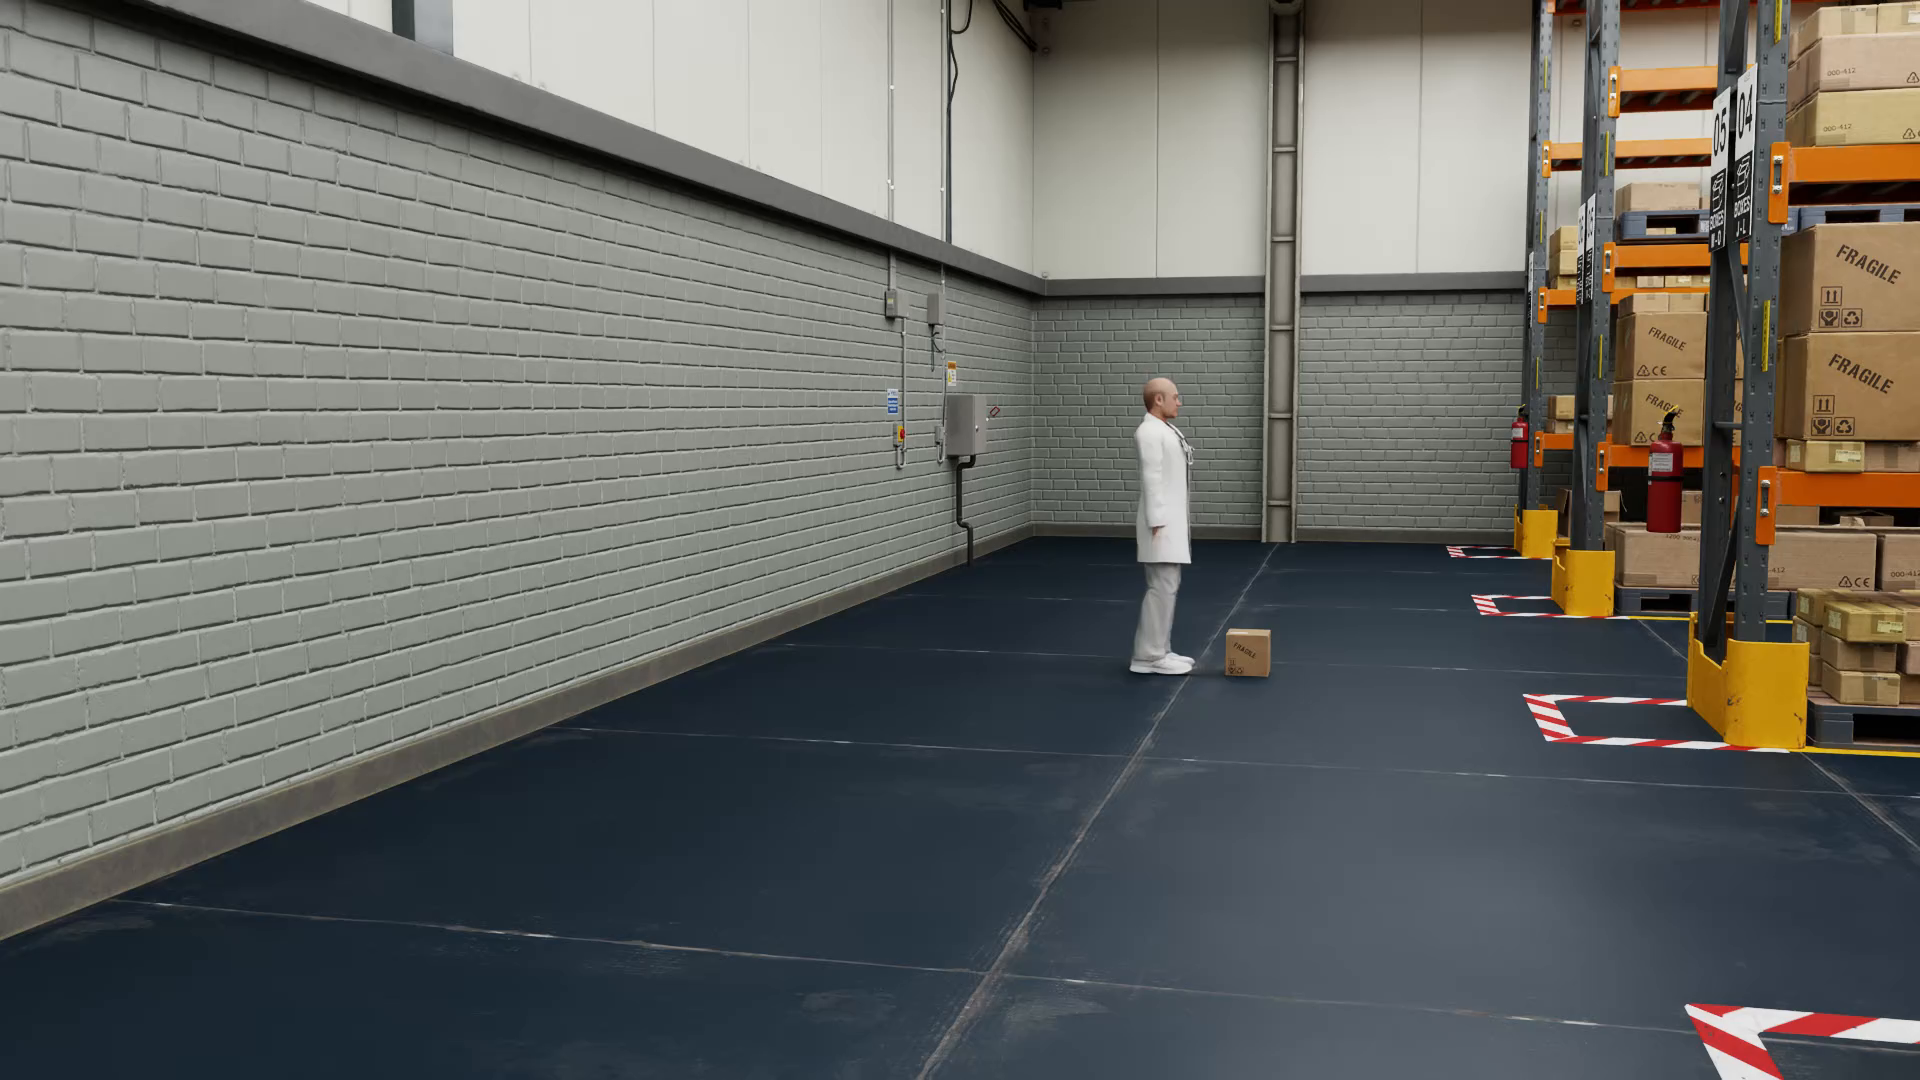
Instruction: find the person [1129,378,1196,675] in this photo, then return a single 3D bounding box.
[{"bbox_3d":[1.243,-0.089,10.089,0.379,1.775,0.562,1,5,15],"label":"person"}]
